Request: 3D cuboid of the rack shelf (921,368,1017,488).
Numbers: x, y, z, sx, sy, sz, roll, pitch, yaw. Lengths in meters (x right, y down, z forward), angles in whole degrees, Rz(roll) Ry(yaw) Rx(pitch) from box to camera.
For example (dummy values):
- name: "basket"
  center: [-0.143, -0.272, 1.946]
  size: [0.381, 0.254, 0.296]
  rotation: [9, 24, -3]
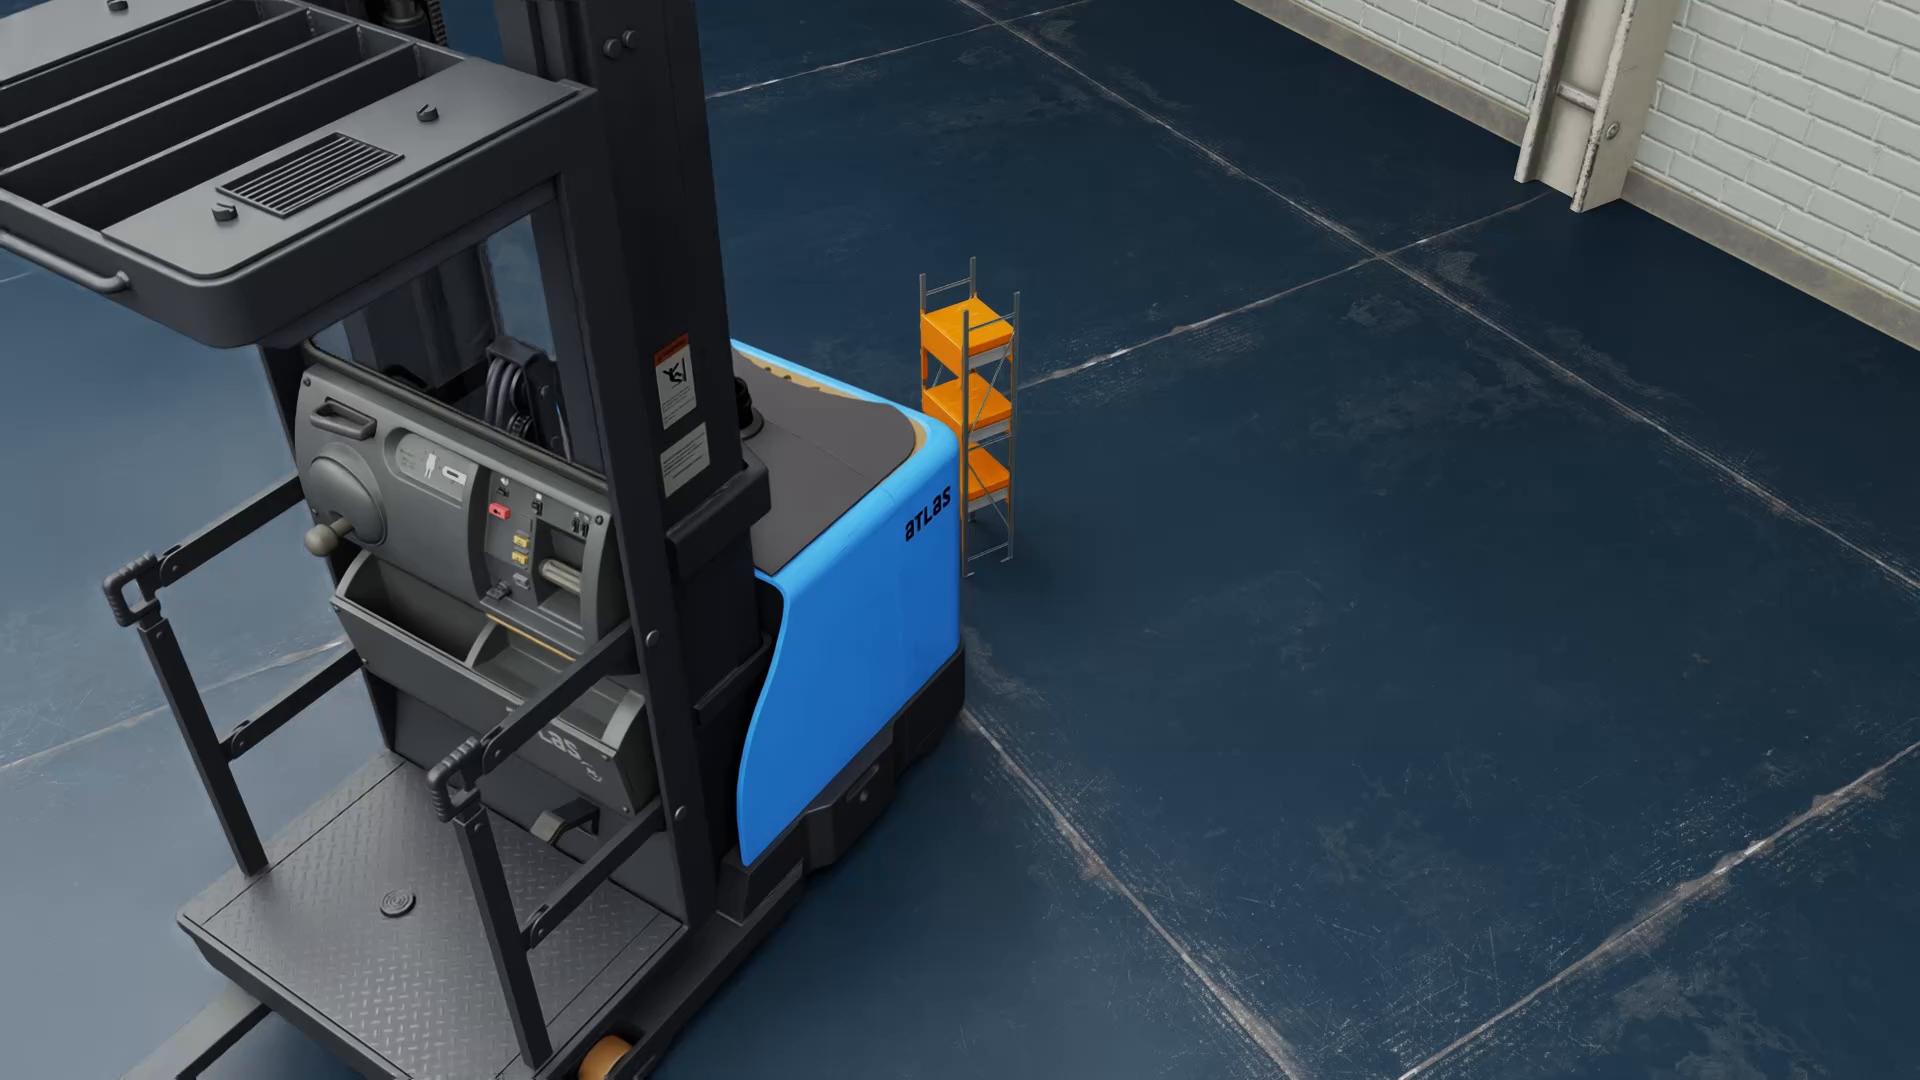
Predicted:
- name: "rack shelf"
  center: [0.029, -0.366, 5.386]
  size: [0.215, 0.259, 0.240]
  rotation: [-22, 45, -24]

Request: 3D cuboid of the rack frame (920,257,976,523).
- name: "rack frame"
  center: [-0.037, -0.440, 5.458]
  size: [0.200, 1.050, 0.008]
  rotation: [-22, 45, -24]

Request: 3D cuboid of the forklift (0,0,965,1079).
- name: "forklift"
  center: [-1.221, 0.011, 3.447]
  size: [1.130, 2.935, 3.031]
  rotation: [23, 45, 25]

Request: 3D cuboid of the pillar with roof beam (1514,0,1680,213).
- name: "pillar with roof beam"
  center: [-0.806, -3.614, 3.057]
  size: [9.100, 9.000, 0.400]
  rotation: [-22, 45, -24]

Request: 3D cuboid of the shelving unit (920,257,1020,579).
- name: "shelving unit"
  center: [0.029, -0.374, 5.379]
  size: [0.215, 1.050, 0.252]
  rotation: [-22, 45, -24]

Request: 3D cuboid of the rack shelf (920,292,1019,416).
- name: "rack shelf"
  center: [0.029, -0.584, 5.204]
  size: [0.215, 0.259, 0.240]
  rotation: [-22, 45, -24]

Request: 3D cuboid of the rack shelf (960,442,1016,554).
- name: "rack shelf"
  center: [0.029, -0.153, 5.564]
  size: [0.215, 0.259, 0.240]
  rotation: [-22, 45, -24]

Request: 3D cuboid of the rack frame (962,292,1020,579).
- name: "rack frame"
  center: [0.094, -0.309, 5.300]
  size: [0.200, 1.050, 0.008]
  rotation: [-22, 45, -24]
